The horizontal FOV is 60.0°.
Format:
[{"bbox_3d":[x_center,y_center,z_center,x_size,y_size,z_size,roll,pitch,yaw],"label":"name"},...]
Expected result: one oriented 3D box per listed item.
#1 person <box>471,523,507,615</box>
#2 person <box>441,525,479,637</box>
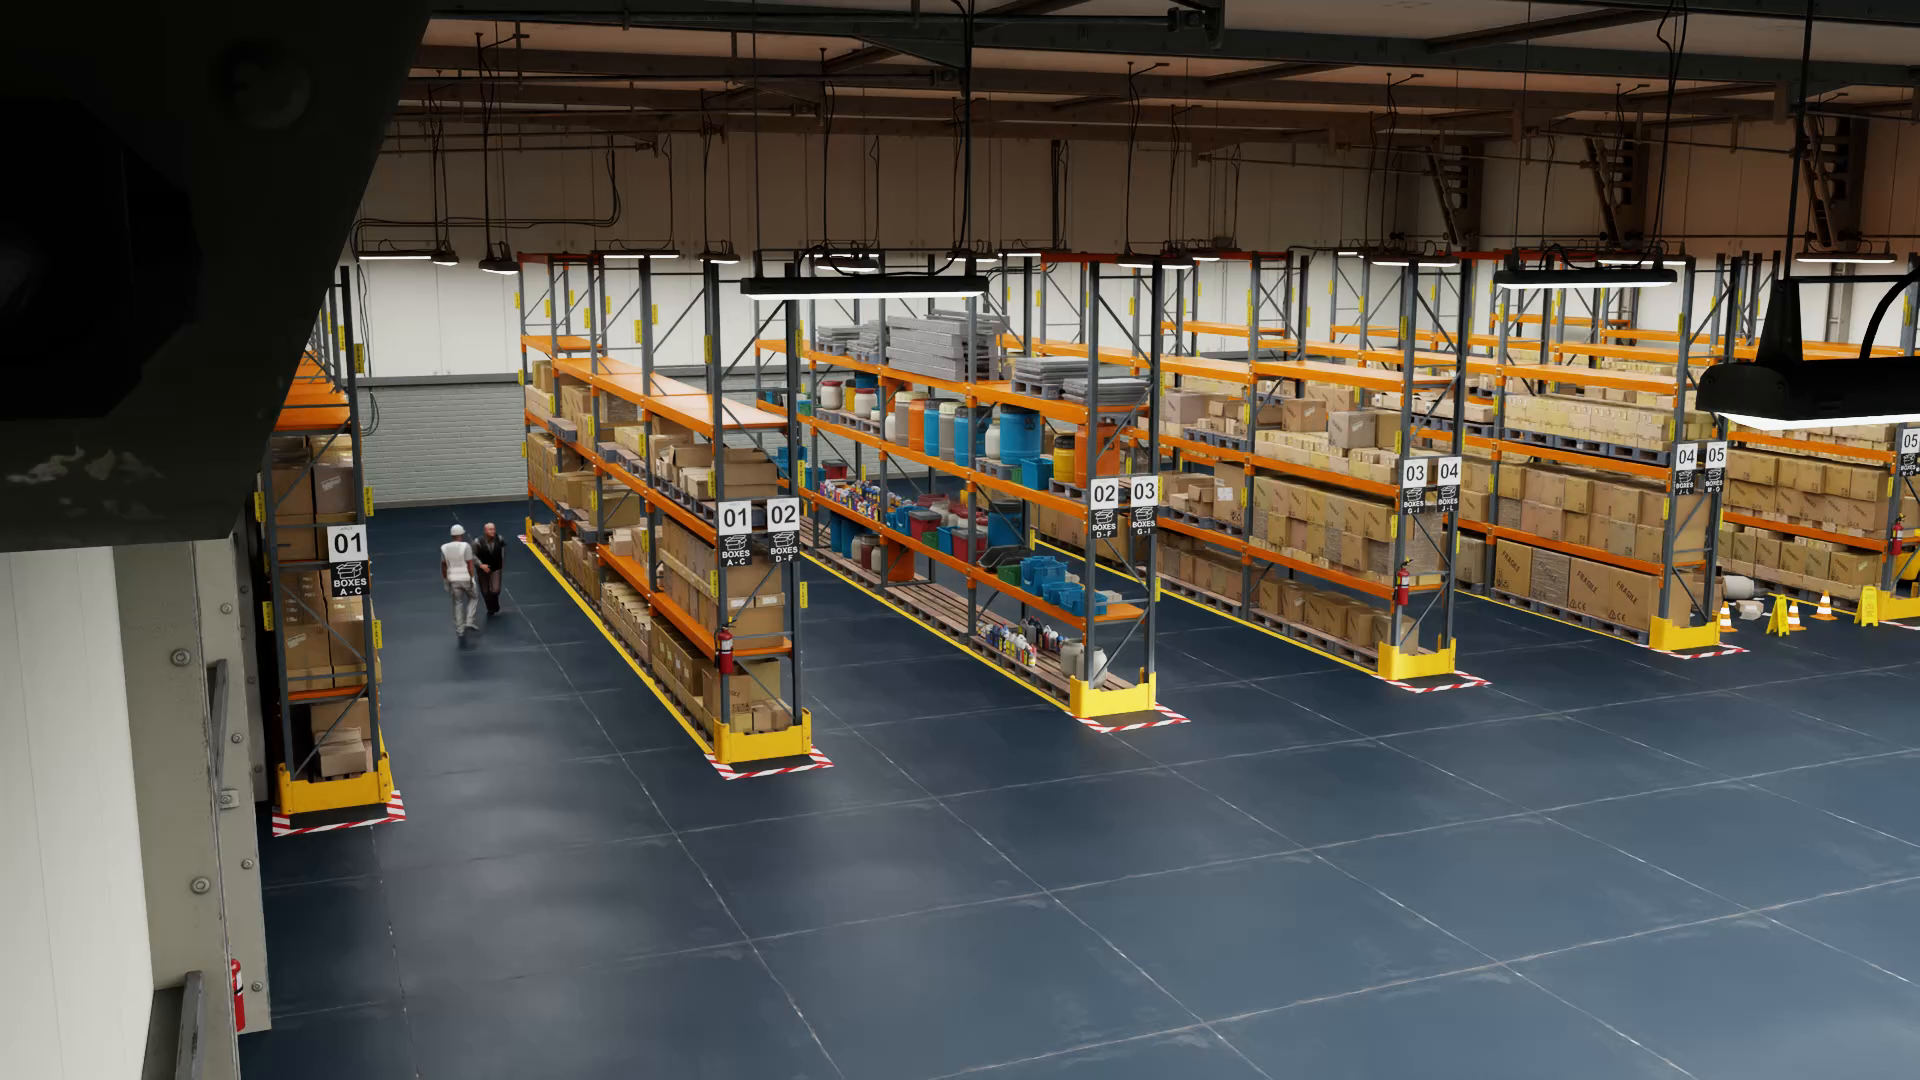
[{"bbox_3d":[-7.886,0.488,27.859,0.606,1.626,0.721,-3,11,-14],"label":"person"},{"bbox_3d":[-7.988,0.637,26.541,0.562,1.759,0.465,-1,10,-5],"label":"person"}]
